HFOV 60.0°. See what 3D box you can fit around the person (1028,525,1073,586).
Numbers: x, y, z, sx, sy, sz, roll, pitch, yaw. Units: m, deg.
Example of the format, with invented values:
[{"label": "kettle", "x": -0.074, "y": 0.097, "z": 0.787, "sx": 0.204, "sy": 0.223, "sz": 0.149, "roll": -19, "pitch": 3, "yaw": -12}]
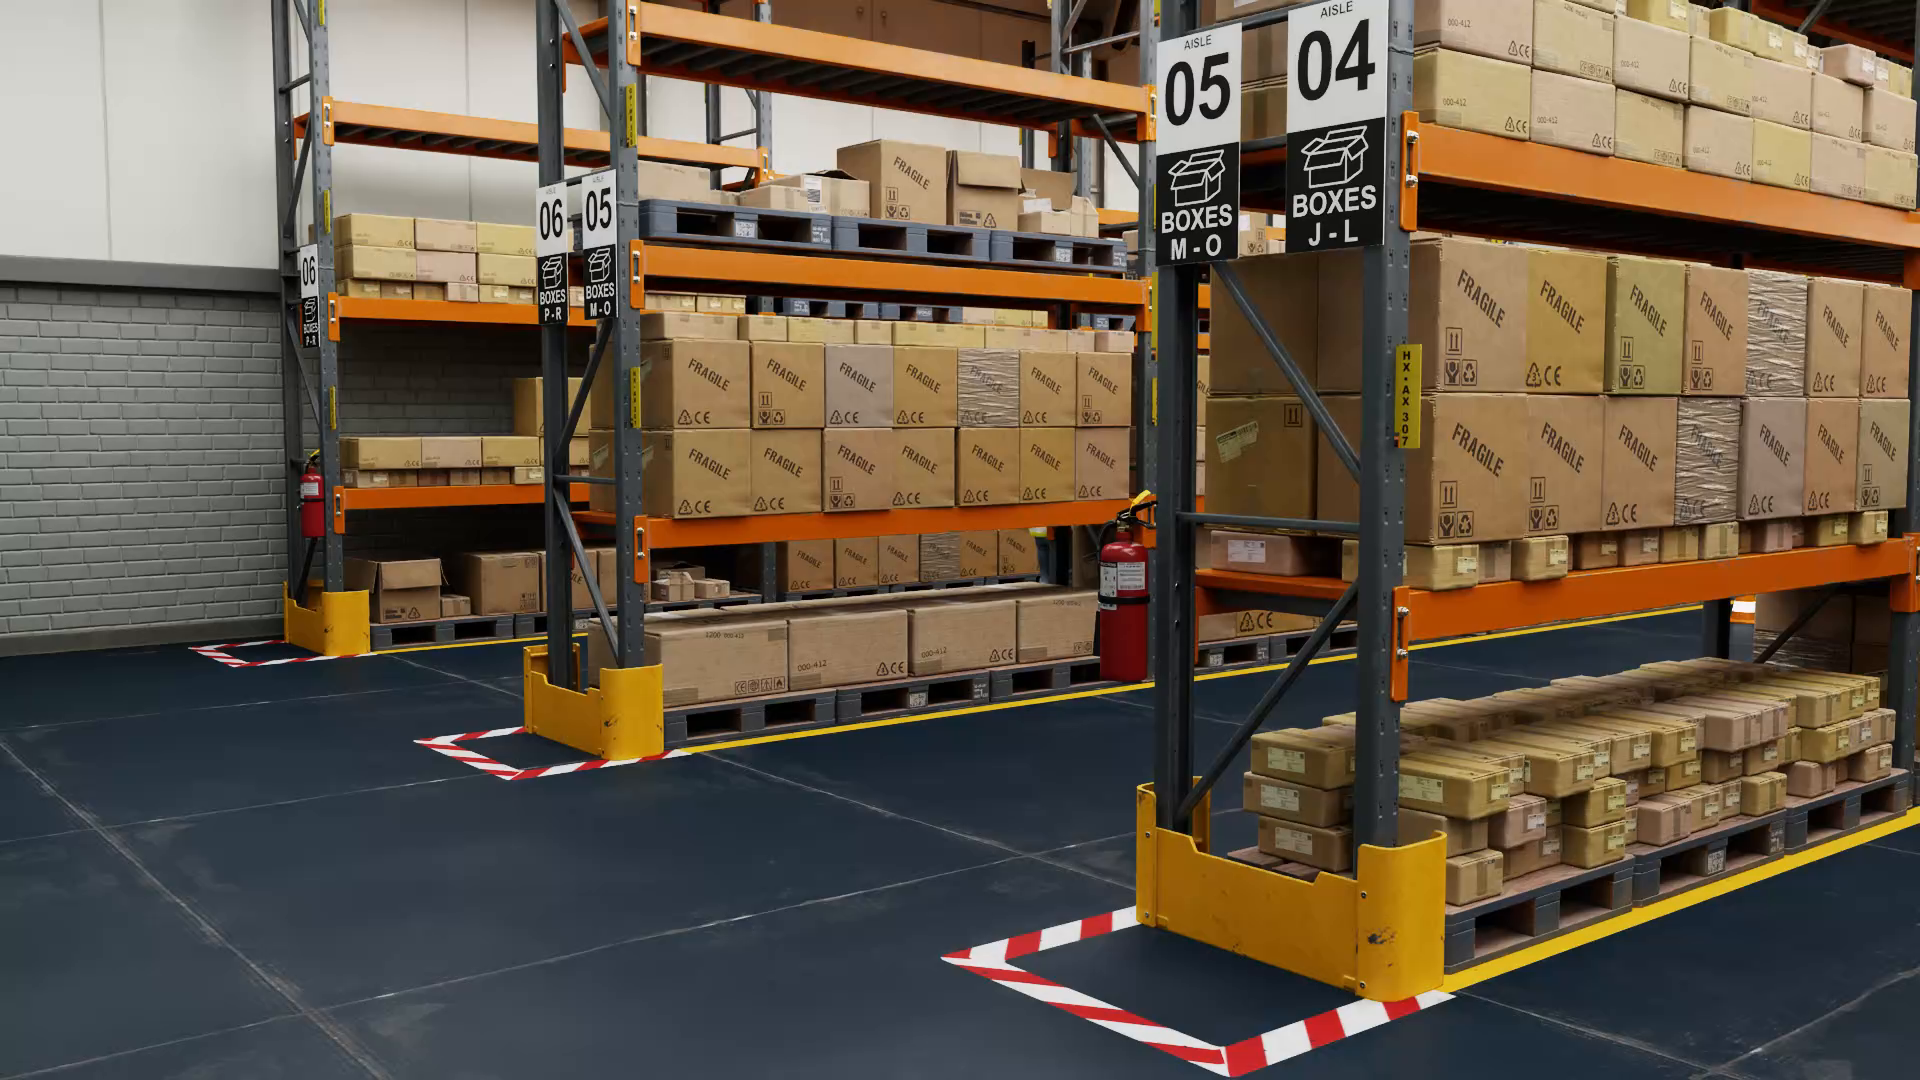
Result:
[{"label": "person", "x": 0.825, "y": -0.062, "z": 14.221, "sx": 0.446, "sy": 1.759, "sz": 0.604, "roll": -4, "pitch": 6, "yaw": -41}]
